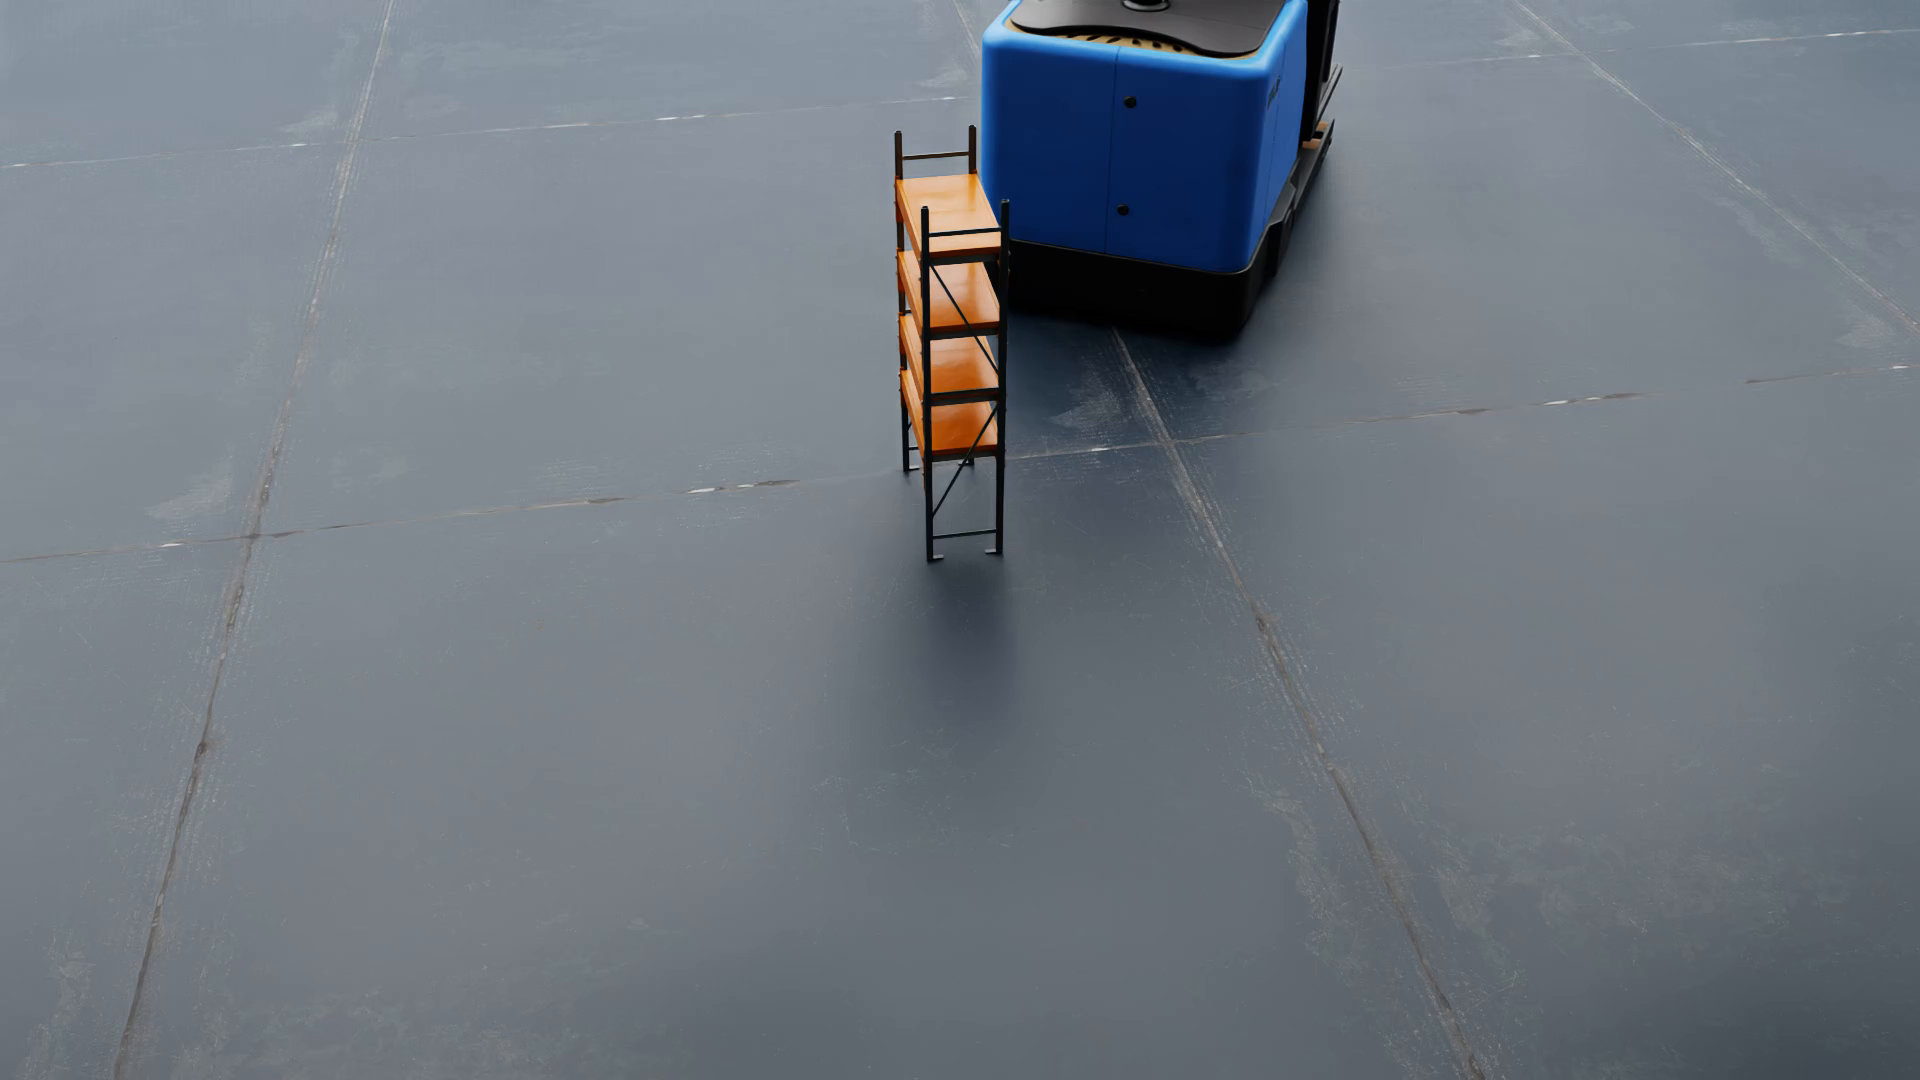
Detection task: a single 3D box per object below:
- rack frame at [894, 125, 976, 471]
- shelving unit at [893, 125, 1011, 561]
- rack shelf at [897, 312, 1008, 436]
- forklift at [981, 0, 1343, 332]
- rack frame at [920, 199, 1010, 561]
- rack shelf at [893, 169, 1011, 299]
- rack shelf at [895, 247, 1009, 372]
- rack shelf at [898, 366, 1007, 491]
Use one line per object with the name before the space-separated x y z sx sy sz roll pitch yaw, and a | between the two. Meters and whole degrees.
rack frame | -0.072 -0.721 5.200 0.240 1.200 0.015 -6 38 -8
shelving unit | -0.029 -0.574 5.011 0.258 1.200 0.503 -6 38 -8
rack shelf | -0.029 -0.521 5.052 0.258 0.148 0.480 -6 38 -8
forklift | 1.033 -2.829 6.502 1.130 2.935 3.031 12 39 15
rack frame | 0.014 -0.426 4.821 0.240 1.200 0.015 -6 38 -8
rack shelf | -0.029 -0.884 4.770 0.258 0.148 0.480 -6 38 -8
rack shelf | -0.029 -0.697 4.915 0.258 0.148 0.480 -6 38 -8
rack shelf | -0.029 -0.364 5.174 0.258 0.148 0.480 -6 38 -8
